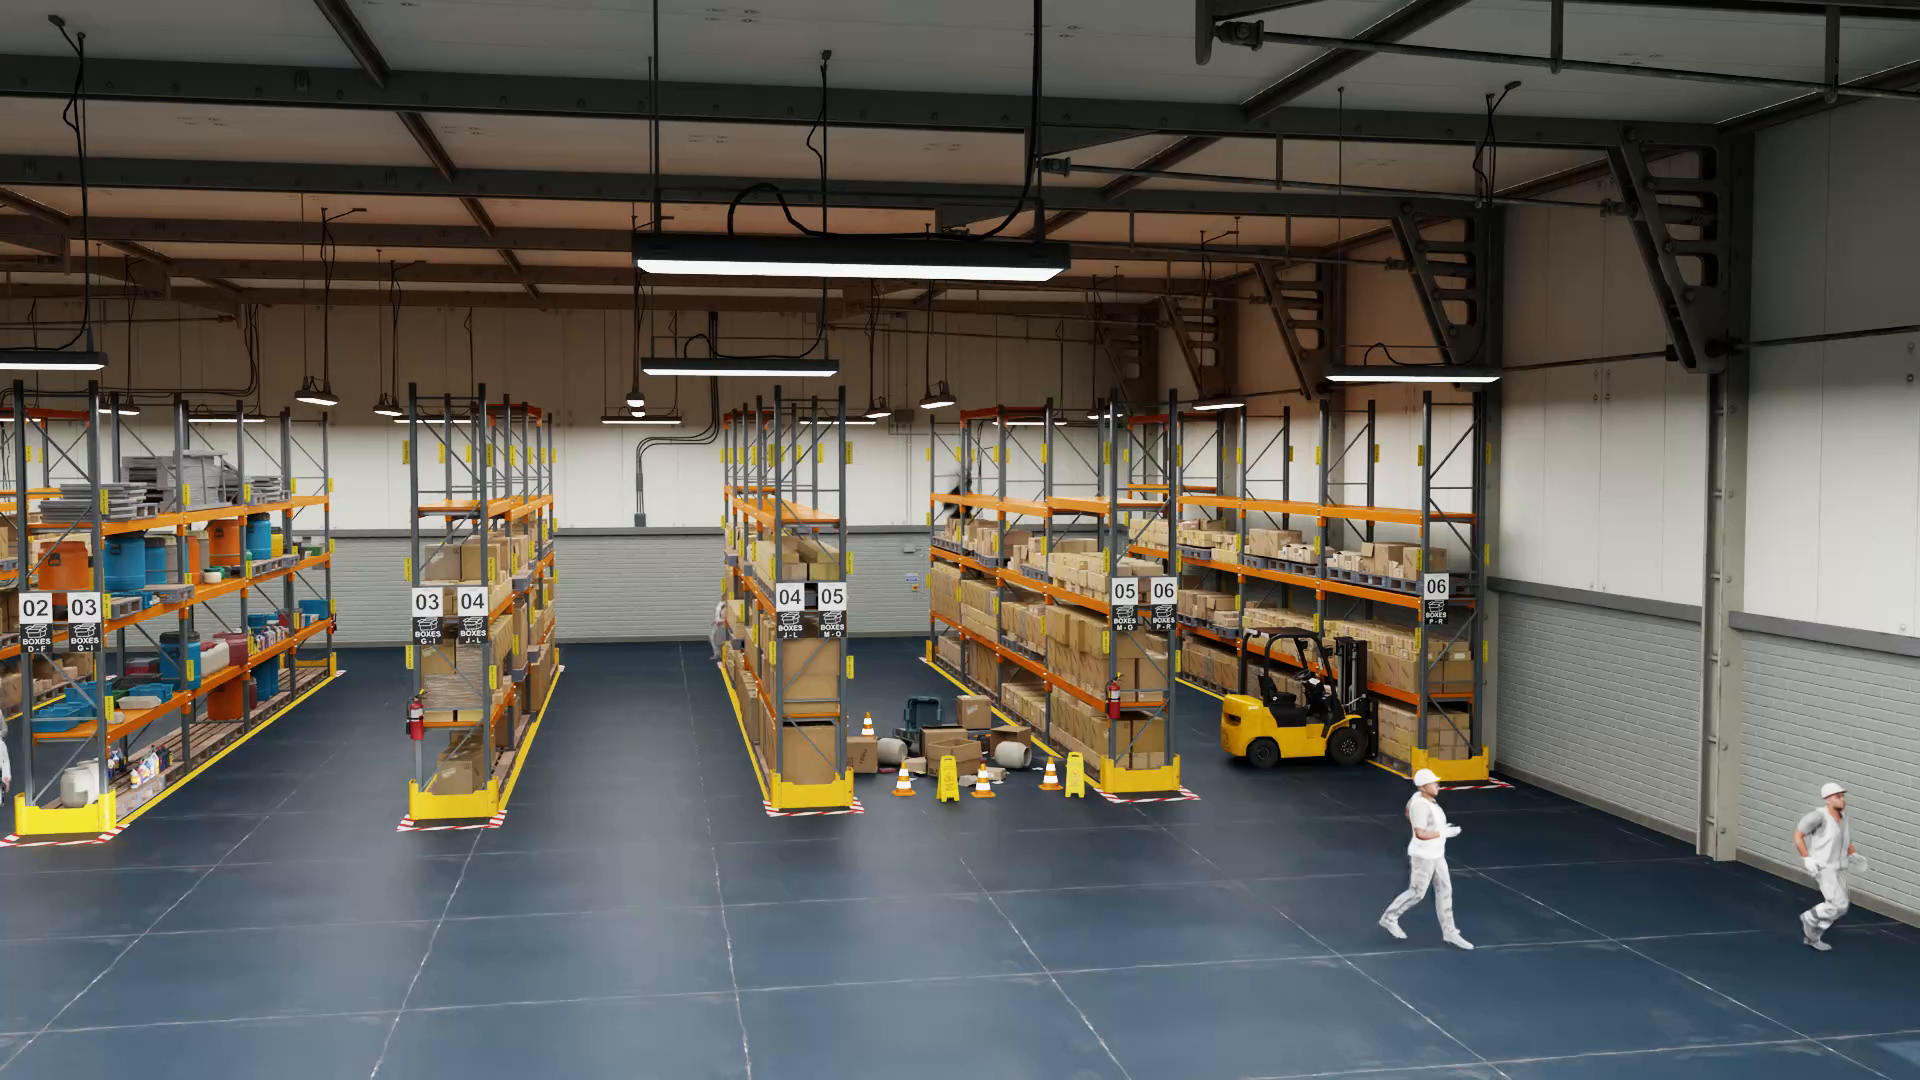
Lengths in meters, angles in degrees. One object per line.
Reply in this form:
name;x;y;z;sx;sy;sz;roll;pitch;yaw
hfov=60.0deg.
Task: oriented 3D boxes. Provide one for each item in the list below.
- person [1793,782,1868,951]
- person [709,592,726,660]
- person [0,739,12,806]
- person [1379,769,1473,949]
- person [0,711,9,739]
person;8.764;3.293;16.714;0.606;1.719;0.590;-1;3;-23
person;-5.749;2.062;40.523;0.631;1.749;0.706;-2;4;-35
person;-12.228;3.089;20.831;0.746;1.703;0.760;2;3;30
person;4.736;3.225;16.899;0.923;1.803;0.675;2;3;30
person;-13.716;2.954;23.323;0.650;1.732;0.566;-1;3;-26
